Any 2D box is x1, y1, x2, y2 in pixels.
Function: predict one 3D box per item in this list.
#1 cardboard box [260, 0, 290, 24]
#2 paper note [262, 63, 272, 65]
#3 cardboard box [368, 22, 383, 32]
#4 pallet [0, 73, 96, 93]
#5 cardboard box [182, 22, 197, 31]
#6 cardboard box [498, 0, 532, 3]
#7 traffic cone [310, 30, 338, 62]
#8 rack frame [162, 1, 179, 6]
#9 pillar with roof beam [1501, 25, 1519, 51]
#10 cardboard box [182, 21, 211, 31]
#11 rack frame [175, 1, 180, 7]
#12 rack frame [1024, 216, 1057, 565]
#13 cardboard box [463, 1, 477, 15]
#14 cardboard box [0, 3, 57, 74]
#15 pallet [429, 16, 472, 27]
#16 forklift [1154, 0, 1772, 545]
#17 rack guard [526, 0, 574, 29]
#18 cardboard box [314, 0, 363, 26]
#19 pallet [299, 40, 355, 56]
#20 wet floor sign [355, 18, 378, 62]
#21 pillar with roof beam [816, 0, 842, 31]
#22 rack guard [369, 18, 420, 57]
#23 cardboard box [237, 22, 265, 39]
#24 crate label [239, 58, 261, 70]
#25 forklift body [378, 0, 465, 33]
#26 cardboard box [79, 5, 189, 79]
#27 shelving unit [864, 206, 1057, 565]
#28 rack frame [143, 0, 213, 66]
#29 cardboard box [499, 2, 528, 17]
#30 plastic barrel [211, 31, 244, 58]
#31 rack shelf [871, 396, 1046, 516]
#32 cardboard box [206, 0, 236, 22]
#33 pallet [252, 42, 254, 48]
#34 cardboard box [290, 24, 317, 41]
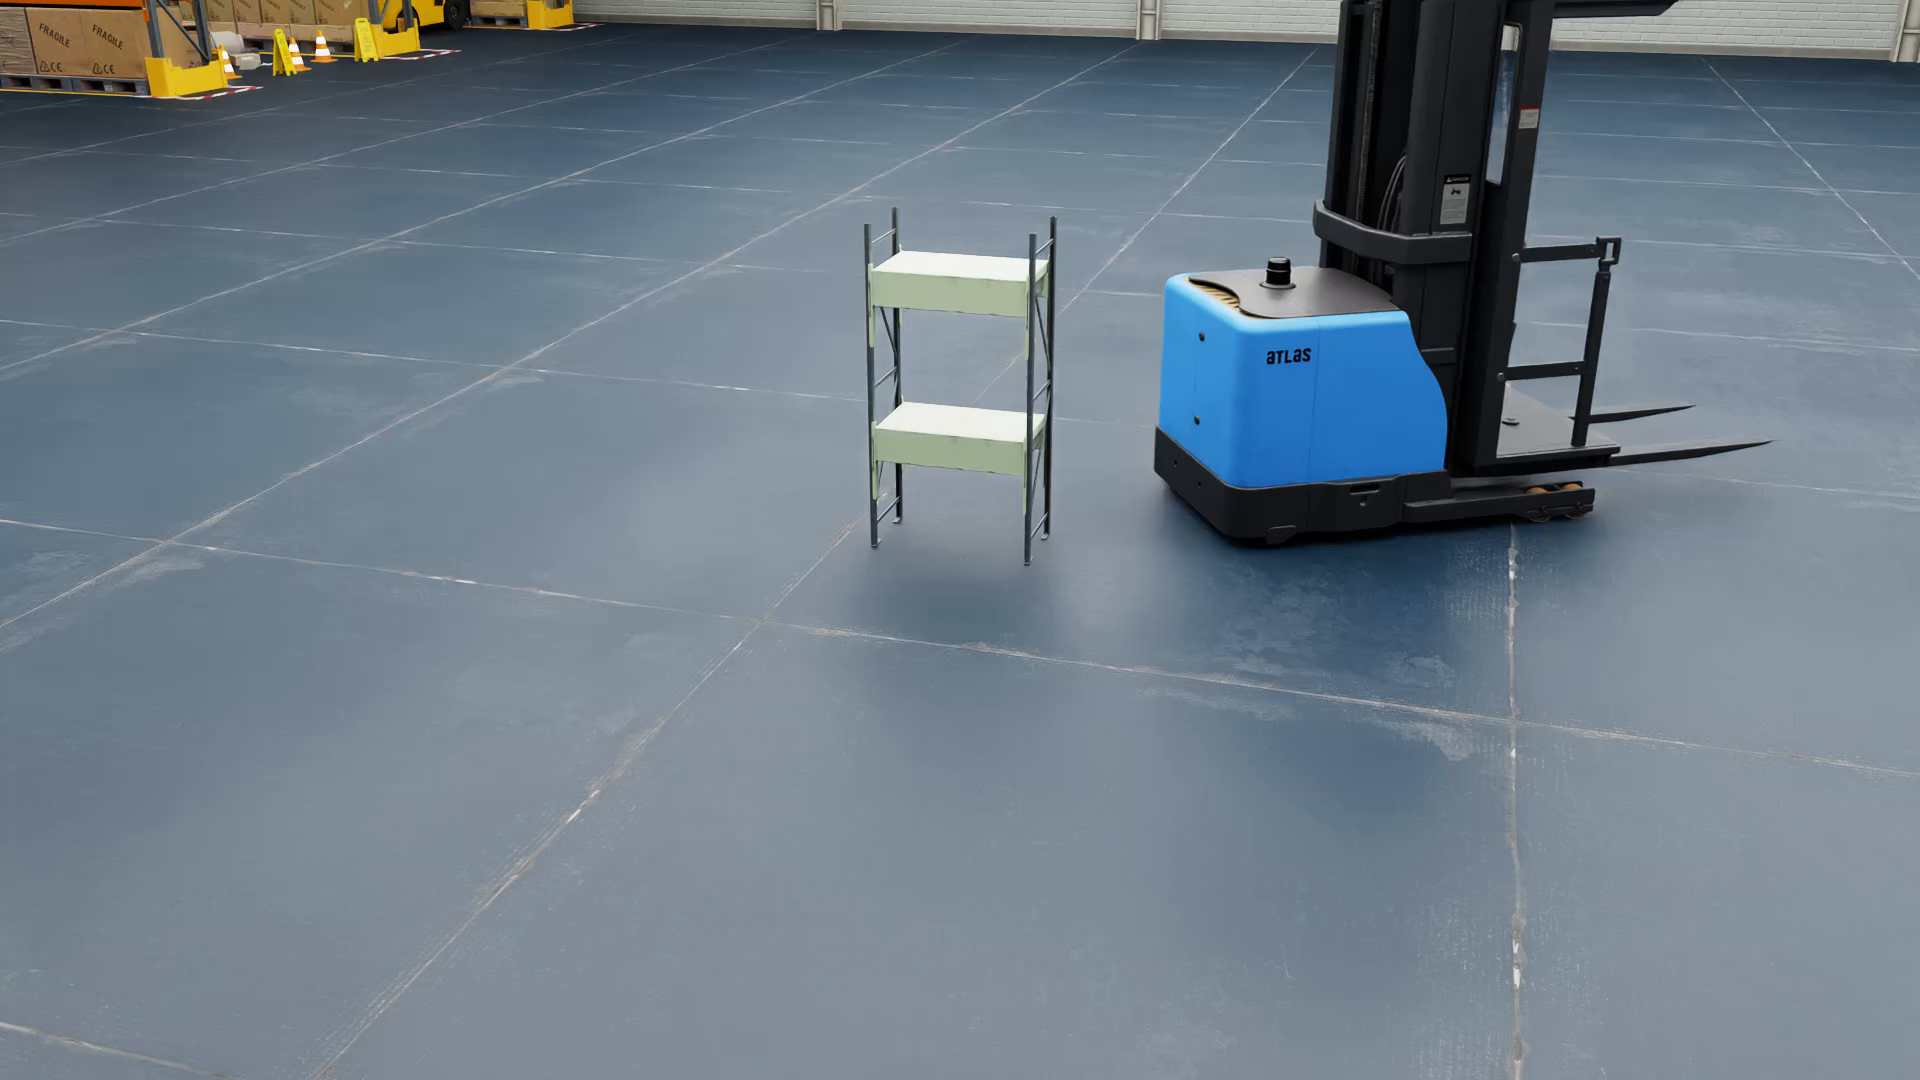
[{"bbox_3d":[-11.014,-8.696,27.100,0.500,0.500,0.500,6,23,14],"label":"cardboard box"},{"bbox_3d":[-10.670,-7.327,25.592,0.142,0.019,0.148,-1,22,-3],"label":"paper note"},{"bbox_3d":[-9.883,-8.431,27.442,0.500,0.250,0.500,6,23,15],"label":"cardboard box"},{"bbox_3d":[-12.476,-6.414,23.129,1.213,0.211,1.003,7,23,15],"label":"pallet"},{"bbox_3d":[-12.387,-7.992,26.590,0.500,0.500,0.500,-14,26,-30],"label":"cardboard box"},{"bbox_3d":[-8.316,-10.217,31.137,0.500,0.250,0.500,6,23,15],"label":"cardboard box"},{"bbox_3d":[-9.975,-7.725,25.993,0.334,0.463,0.336,7,23,16],"label":"traffic cone"},{"bbox_3d":[-13.020,-9.759,27.608,0.127,3.000,1.000,7,23,16],"label":"rack frame"},{"bbox_3d":[7.823,-10.766,22.159,0.400,9.000,9.100,7,23,16],"label":"pillar with roof beam"},{"bbox_3d":[-12.533,-8.518,27.653,0.500,0.250,0.500,5,23,13],"label":"cardboard box"},{"bbox_3d":[-15.419,-12.001,33.075,0.127,3.000,1.000,7,23,16],"label":"rack frame"},{"bbox_3d":[0.357,-0.653,7.386,0.023,1.500,0.400,7,23,16],"label":"rack frame"},{"bbox_3d":[-9.251,-10.099,31.508,0.500,0.250,0.500,7,23,16],"label":"cardboard box"},{"bbox_3d":[-12.907,-6.969,23.053,0.875,0.875,0.875,7,23,16],"label":"cardboard box"},{"bbox_3d":[-9.669,-10.037,31.961,1.213,0.211,1.003,7,23,15],"label":"pallet"},{"bbox_3d":[2.559,-1.626,7.872,3.031,2.935,1.130,-6,23,-14],"label":"forklift"},{"bbox_3d":[-7.737,-9.965,31.405,0.348,0.500,1.175,7,23,16],"label":"rack guard"},{"bbox_3d":[-10.033,-8.582,26.822,0.500,0.500,0.500,7,23,16],"label":"cardboard box"},{"bbox_3d":[-10.031,-8.140,27.337,1.213,0.211,1.003,7,23,16],"label":"pallet"},{"bbox_3d":[-9.318,-7.821,25.987,0.232,0.644,0.267,16,27,34],"label":"wet floor sign"},{"bbox_3d":[-3.666,-12.082,25.366,0.400,9.000,9.100,7,23,16],"label":"pillar with roof beam"},{"bbox_3d":[-9.263,-8.172,27.034,0.348,0.500,1.175,7,23,16],"label":"rack guard"},{"bbox_3d":[-11.510,-8.407,27.381,0.500,0.250,0.500,6,23,15],"label":"cardboard box"},{"bbox_3d":[-10.740,-7.197,25.136,0.298,0.136,0.250,-5,23,-12],"label":"crate label"},{"bbox_3d":[-10.103,-10.276,29.989,1.214,2.155,2.313,7,23,16],"label":"forklift body"},{"bbox_3d":[-11.192,-6.772,22.574,0.875,0.875,0.875,7,23,16],"label":"cardboard box"},{"bbox_3d":[0.006,-0.693,7.484,0.755,1.500,0.431,7,23,16],"label":"shelving unit"},{"bbox_3d":[-10.523,-7.511,22.128,0.127,3.000,1.000,7,23,16],"label":"rack frame"},{"bbox_3d":[-8.301,-9.983,31.225,0.500,0.250,0.500,7,23,16],"label":"cardboard box"},{"bbox_3d":[-11.605,-7.805,26.239,0.512,0.421,0.421,-14,26,-30],"label":"plastic barrel"},{"bbox_3d":[0.006,-0.392,7.607,0.720,0.370,0.431,7,23,16],"label":"rack shelf"},{"bbox_3d":[-12.017,-8.811,27.379,0.500,0.500,0.500,8,23,18],"label":"cardboard box"},{"bbox_3d":[-12.367,-8.408,27.989,1.213,0.211,1.003,7,23,16],"label":"pallet"},{"bbox_3d":[-10.536,-8.293,27.104,0.500,0.250,0.500,7,23,16],"label":"cardboard box"}]
